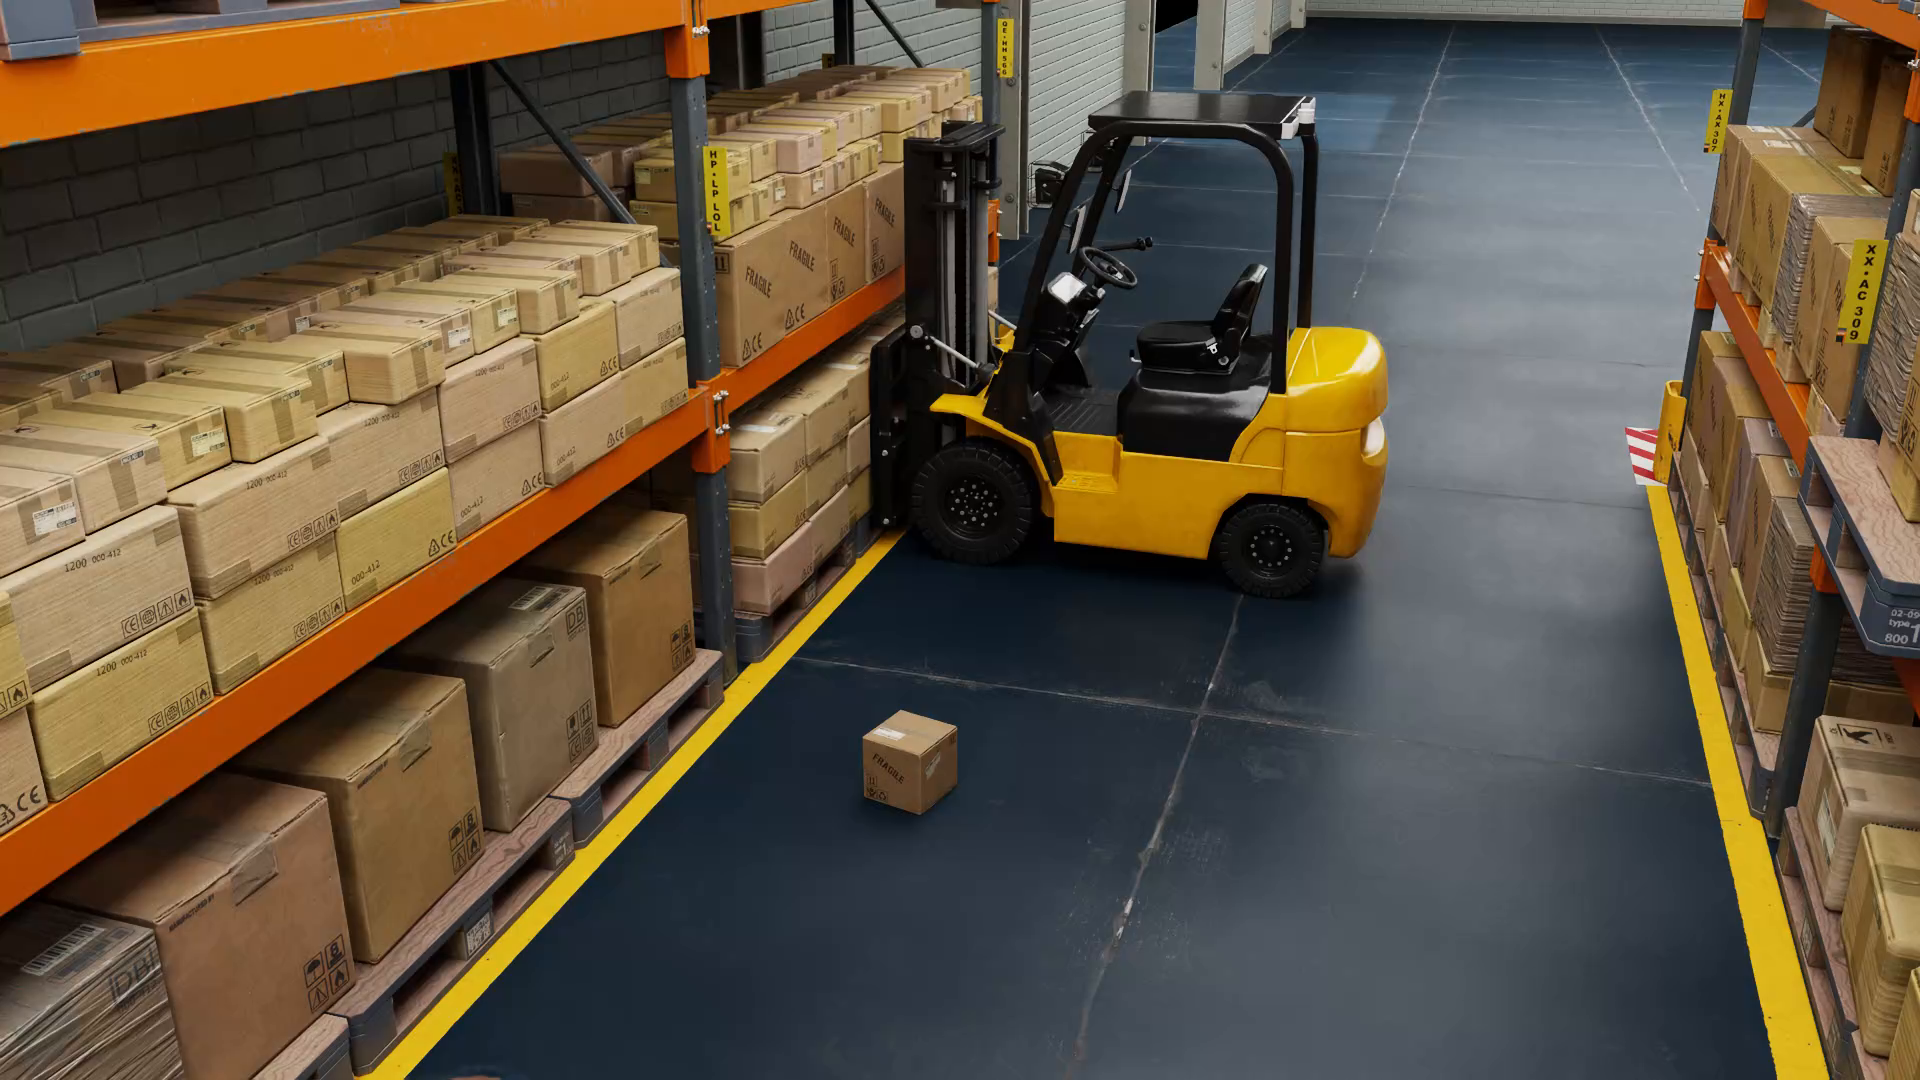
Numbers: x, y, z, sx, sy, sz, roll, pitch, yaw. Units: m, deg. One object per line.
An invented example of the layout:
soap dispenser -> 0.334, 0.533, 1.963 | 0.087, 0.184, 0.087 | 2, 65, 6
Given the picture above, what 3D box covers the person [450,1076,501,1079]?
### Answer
person -> -0.596, 1.485, 2.350 | 0.542, 1.712, 0.592 | 4, 22, 9
